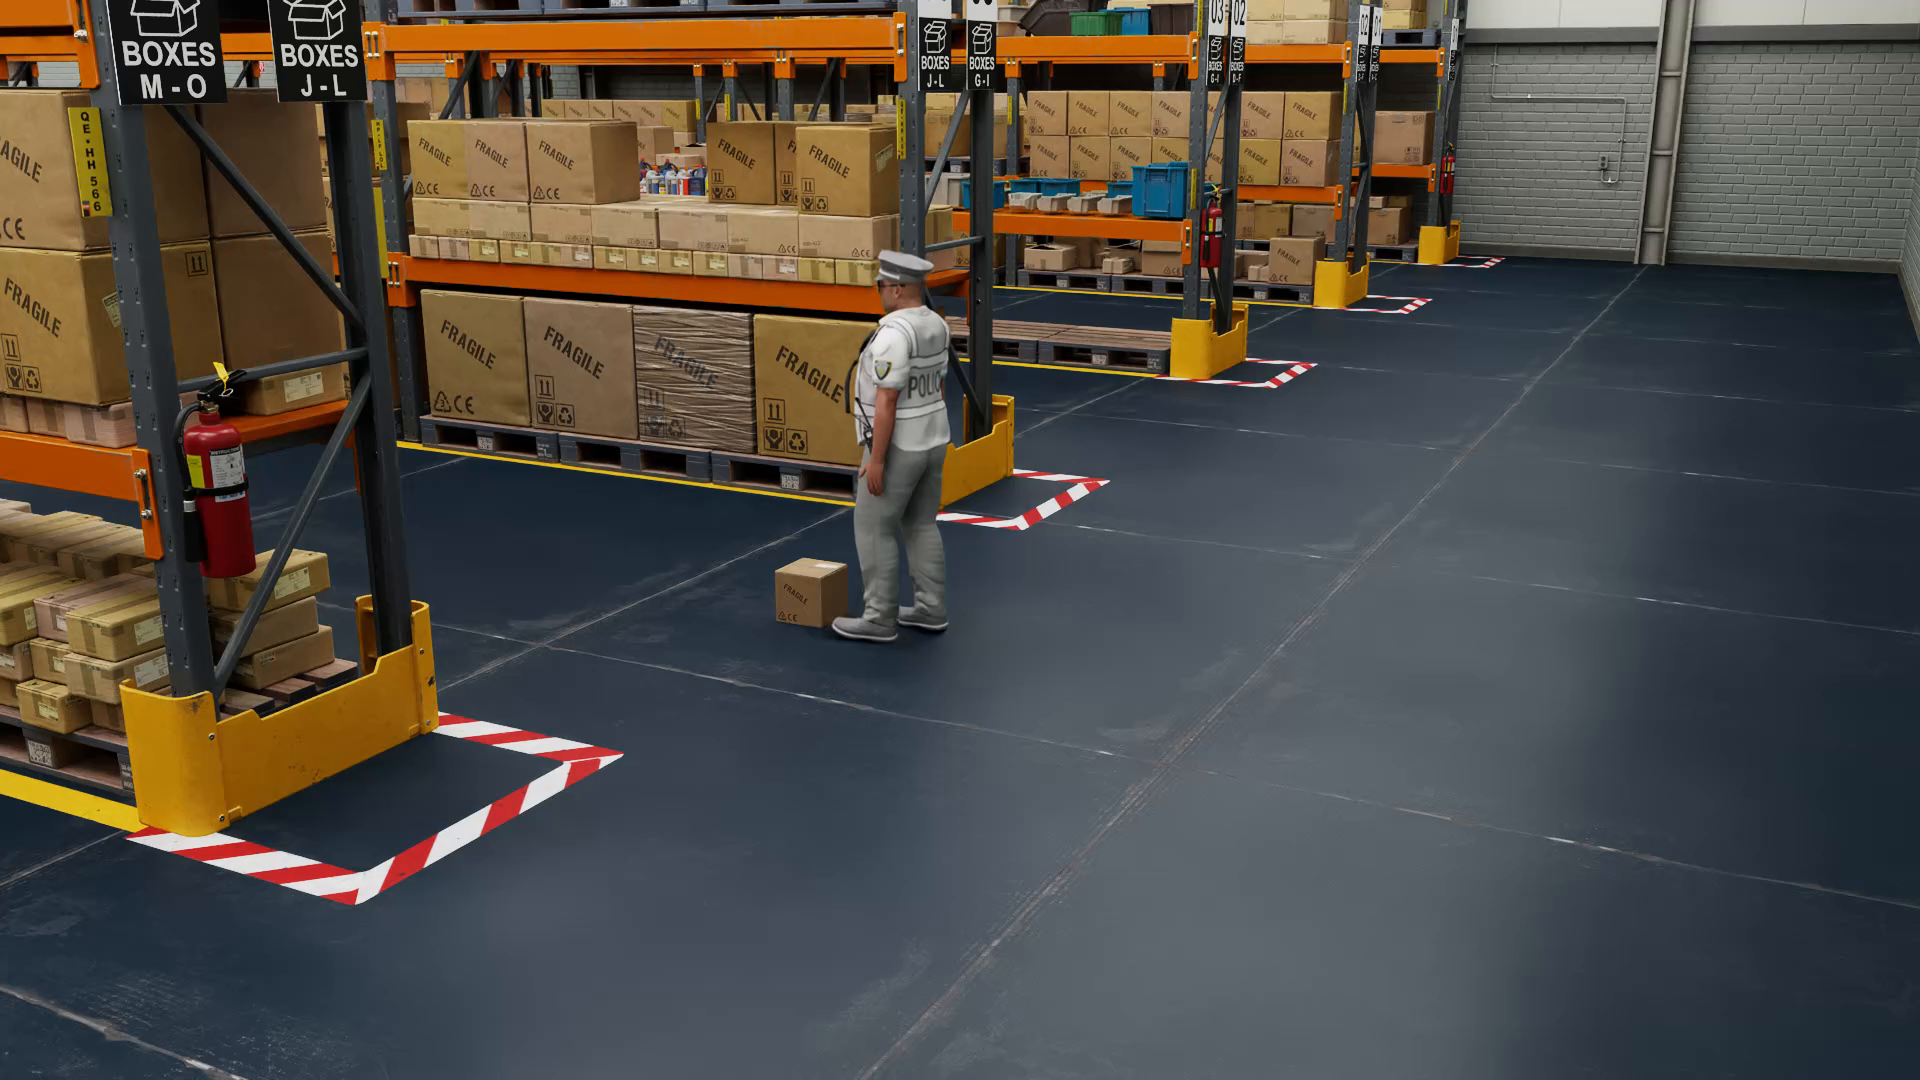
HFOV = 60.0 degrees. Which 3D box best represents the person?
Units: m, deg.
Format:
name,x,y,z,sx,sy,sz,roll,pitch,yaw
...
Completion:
name,x,y,z,sx,sy,sz,roll,pitch,yaw
person,-0.308,-0.421,7.491,0.484,1.759,0.540,8,18,26
